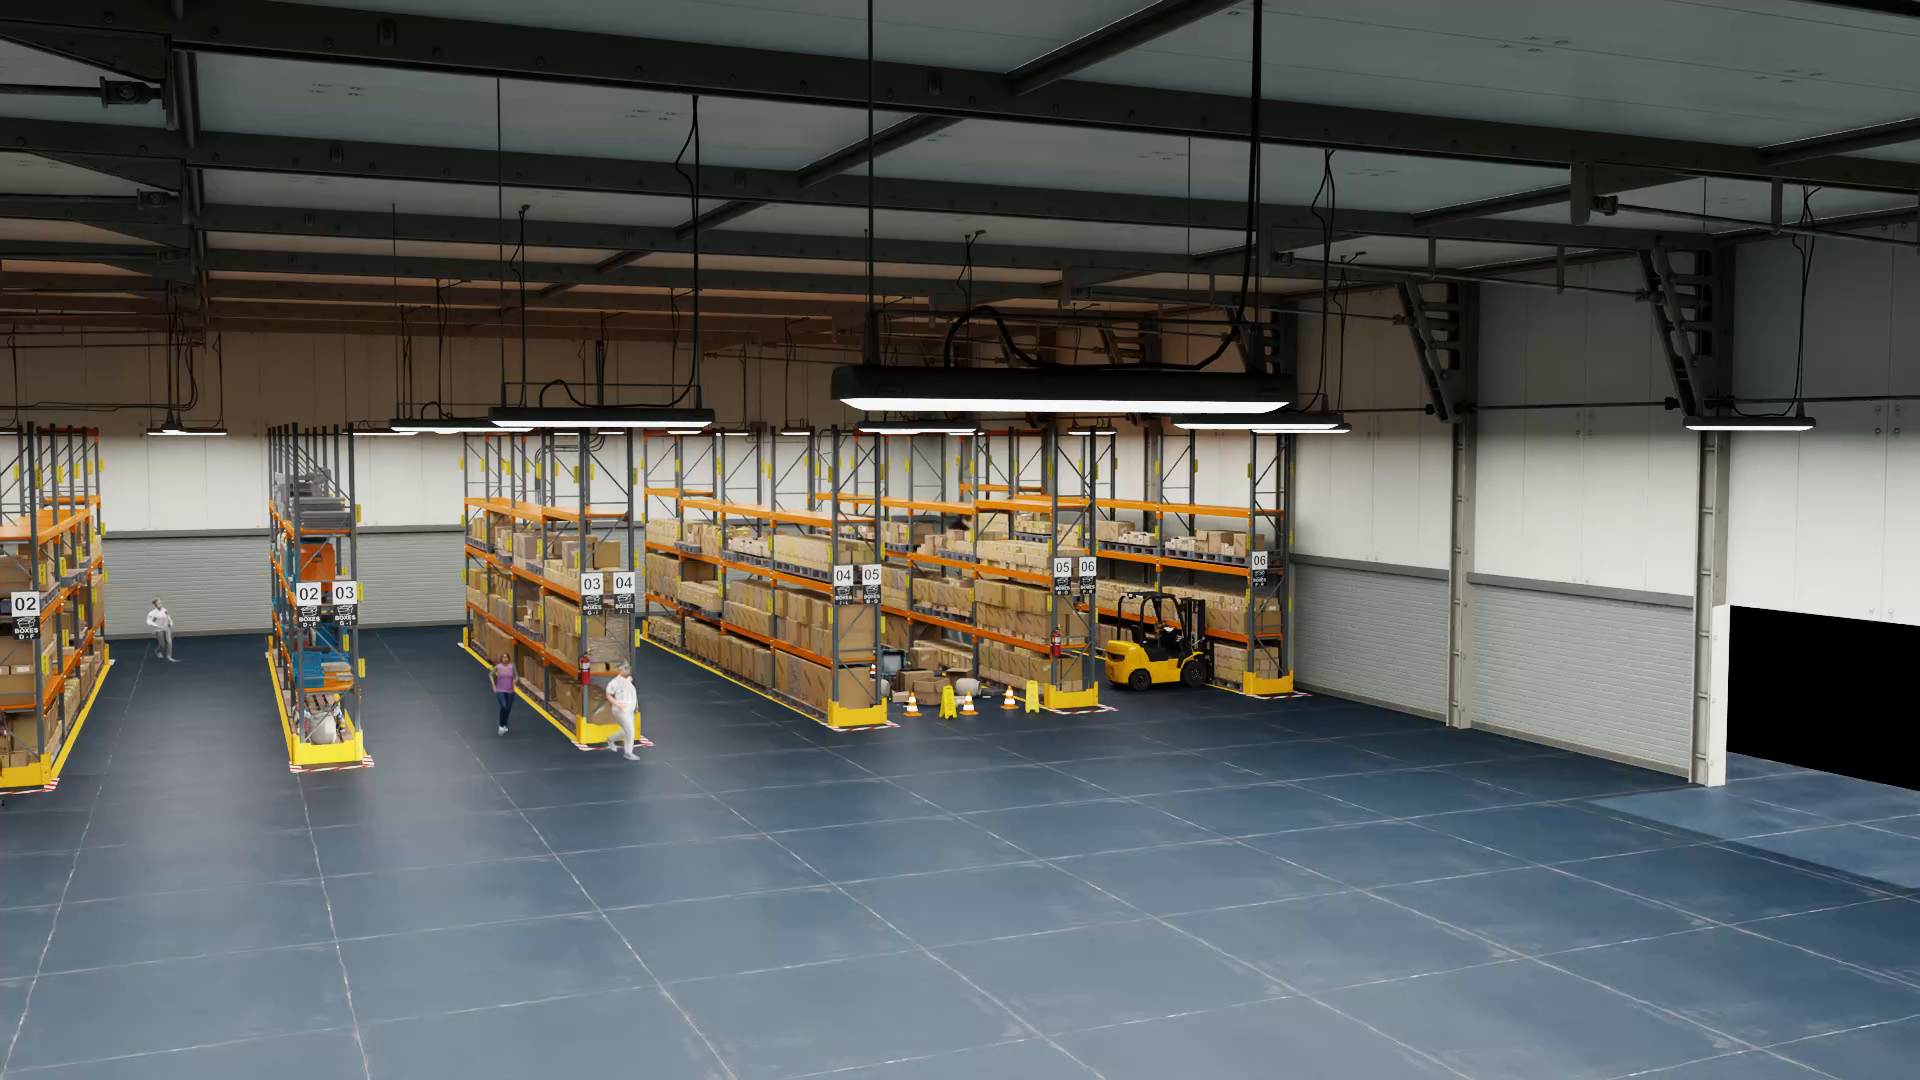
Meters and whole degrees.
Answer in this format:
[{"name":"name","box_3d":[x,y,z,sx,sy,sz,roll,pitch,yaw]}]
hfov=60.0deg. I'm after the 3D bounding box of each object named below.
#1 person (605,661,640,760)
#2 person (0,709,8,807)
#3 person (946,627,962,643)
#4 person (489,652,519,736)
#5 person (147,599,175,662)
[{"name":"person","box_3d":[-6.072,3.032,29.817,0.776,1.757,0.678,1,4,23]},{"name":"person","box_3d":[-15.223,3.246,26.036,0.793,1.757,0.686,1,4,8]},{"name":"person","box_3d":[-0.152,2.121,44.985,0.596,1.740,0.720,-2,4,-26]},{"name":"person","box_3d":[-8.790,2.964,32.163,0.528,1.604,0.684,-2,4,-29]},{"name":"person","box_3d":[-20.513,2.311,42.628,0.680,1.651,0.656,2,4,34]}]
